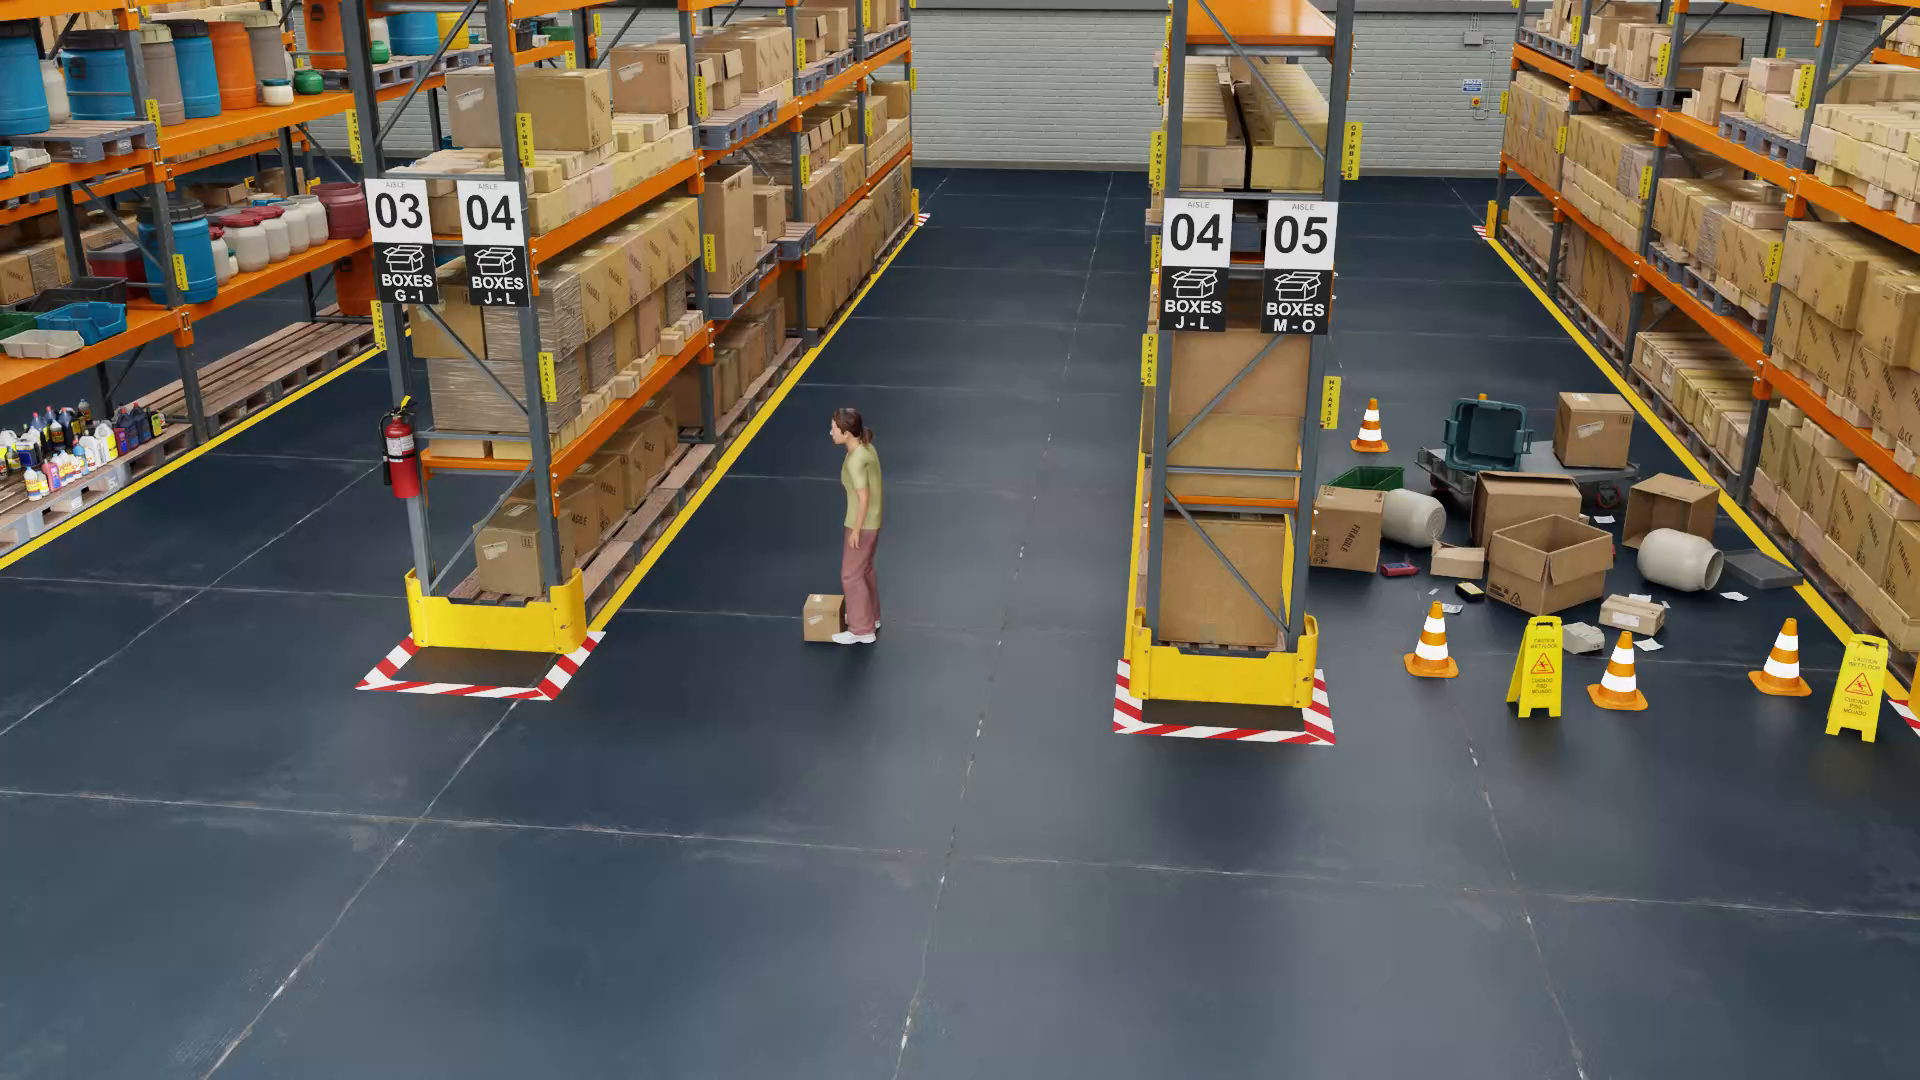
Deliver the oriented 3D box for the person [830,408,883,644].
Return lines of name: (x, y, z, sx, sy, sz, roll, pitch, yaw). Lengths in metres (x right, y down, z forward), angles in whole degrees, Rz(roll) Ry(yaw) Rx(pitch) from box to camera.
person: (-0.705, -0.108, 11.364, 0.367, 1.671, 0.521, 1, 21, 3)
